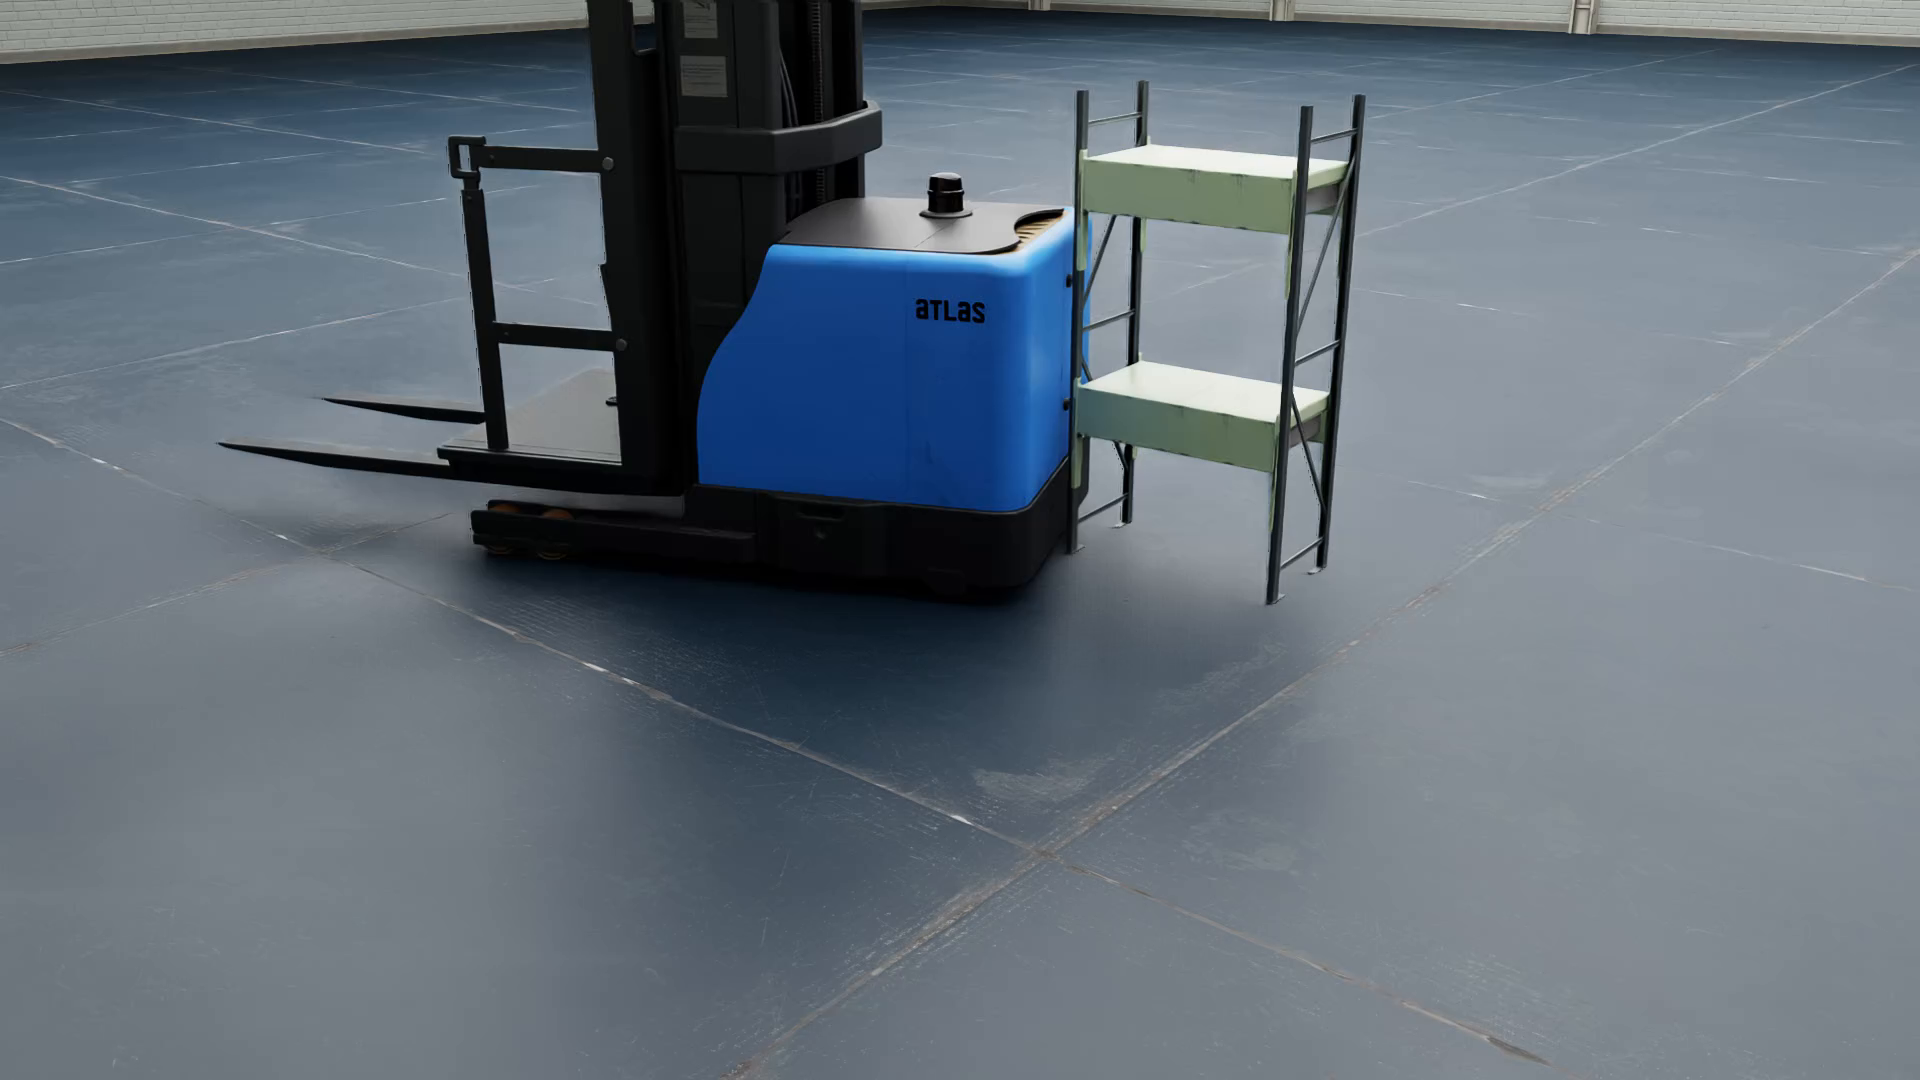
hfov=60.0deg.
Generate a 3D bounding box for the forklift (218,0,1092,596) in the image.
[{"bbox_3d":[-1.117,-1.476,5.427,3.031,2.935,1.130,6,21,15],"label":"forklift"}]

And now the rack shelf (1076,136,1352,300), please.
[{"bbox_3d":[0.775,-0.998,5.084,0.720,0.370,0.431,14,25,33],"label":"rack shelf"}]

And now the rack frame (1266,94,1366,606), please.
[{"bbox_3d":[1.072,-0.557,5.021,0.023,1.500,0.400,14,25,33],"label":"rack frame"}]

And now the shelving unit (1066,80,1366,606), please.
[{"bbox_3d":[0.775,-0.633,5.221,0.755,1.500,0.431,14,25,33],"label":"shelving unit"}]

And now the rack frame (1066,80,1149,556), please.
[{"bbox_3d":[0.478,-0.709,5.422,0.023,1.500,0.400,14,25,33],"label":"rack frame"}]

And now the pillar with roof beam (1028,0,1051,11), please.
[{"bbox_3d":[-0.972,-14.709,31.921,0.400,9.000,9.100,16,26,36],"label":"pillar with roof beam"}]

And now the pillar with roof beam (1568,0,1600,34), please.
[{"bbox_3d":[8.324,-12.032,24.821,0.400,9.000,9.100,16,26,36],"label":"pillar with roof beam"}]

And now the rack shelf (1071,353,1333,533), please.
[{"bbox_3d":[0.775,-0.328,5.336,0.720,0.370,0.431,14,25,33],"label":"rack shelf"}]

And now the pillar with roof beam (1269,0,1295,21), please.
[{"bbox_3d":[3.676,-13.371,28.371,0.400,9.000,9.100,16,26,36],"label":"pillar with roof beam"}]
